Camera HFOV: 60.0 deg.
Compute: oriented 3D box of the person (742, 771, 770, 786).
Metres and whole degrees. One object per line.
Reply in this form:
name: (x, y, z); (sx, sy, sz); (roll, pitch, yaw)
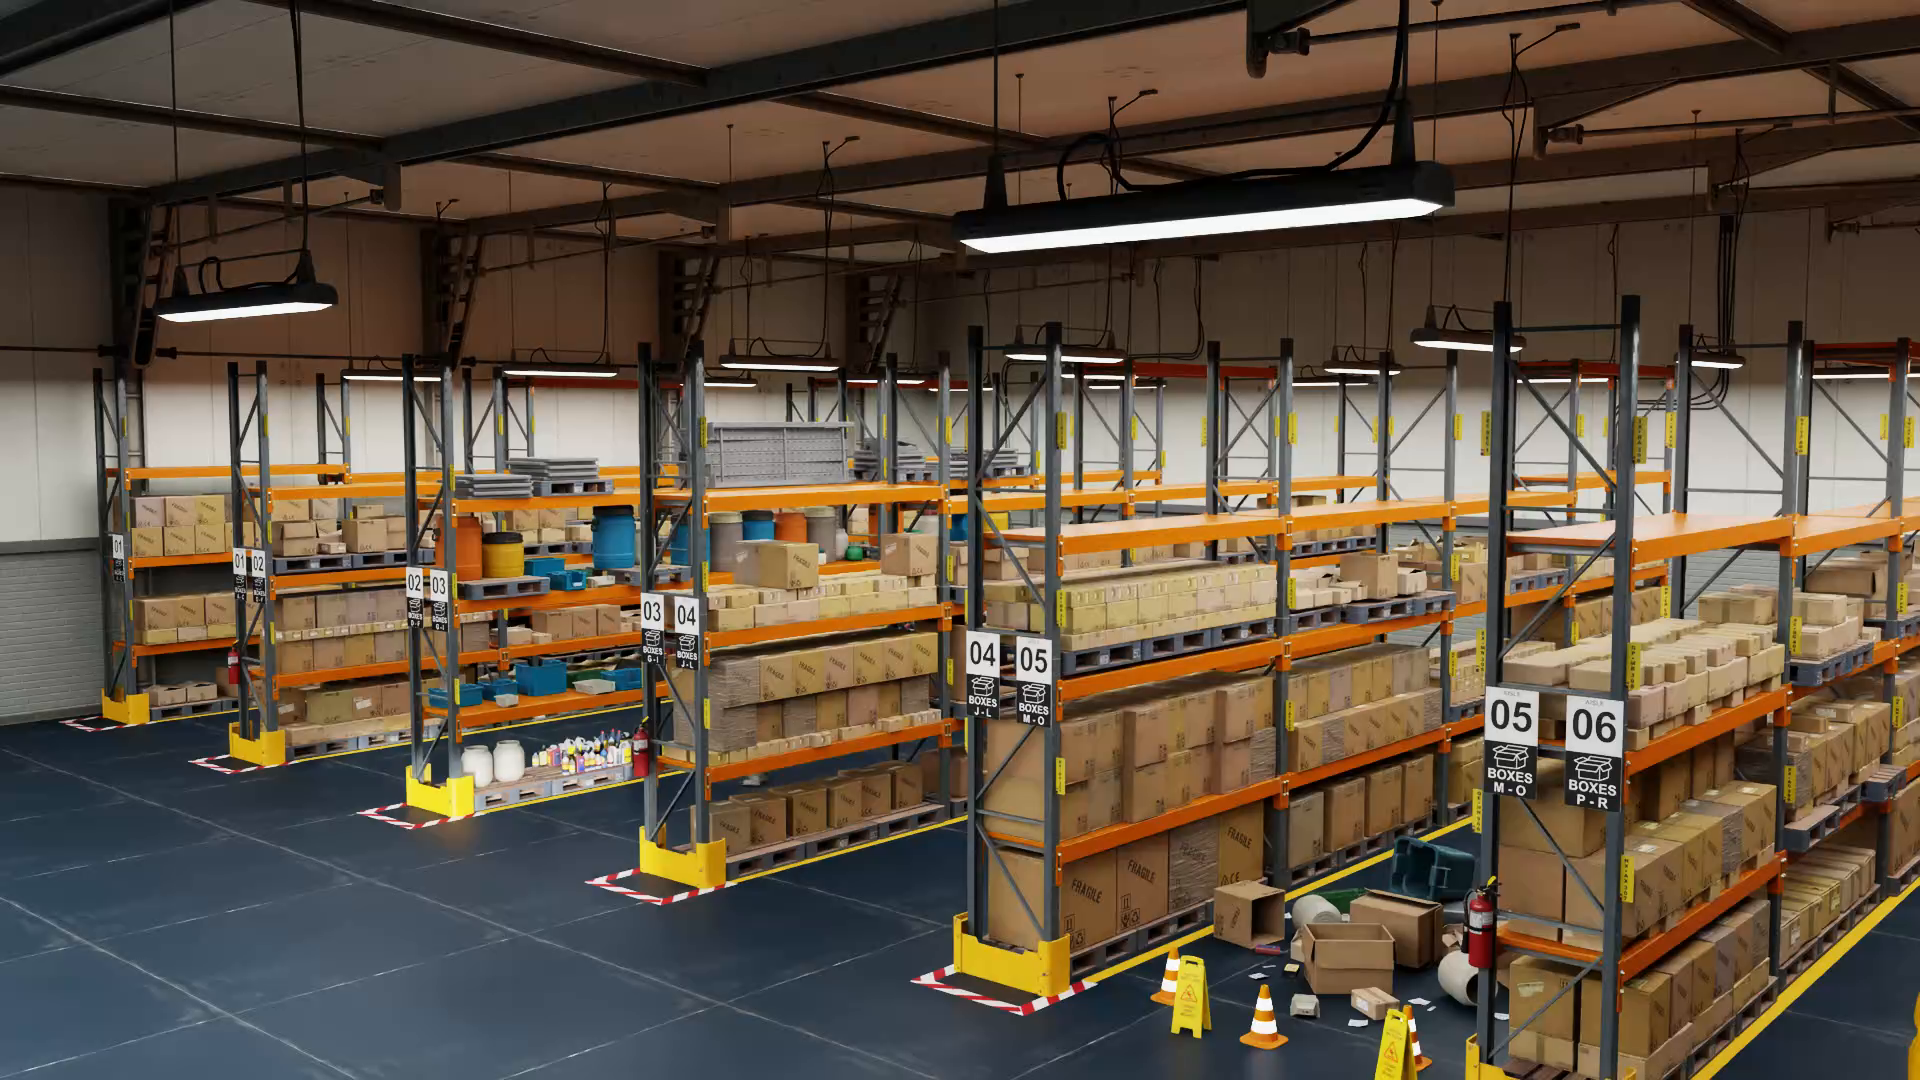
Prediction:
person: (-2.853, 2.546, 23.454); (0.435, 1.777, 0.578); (1, 4, 19)
